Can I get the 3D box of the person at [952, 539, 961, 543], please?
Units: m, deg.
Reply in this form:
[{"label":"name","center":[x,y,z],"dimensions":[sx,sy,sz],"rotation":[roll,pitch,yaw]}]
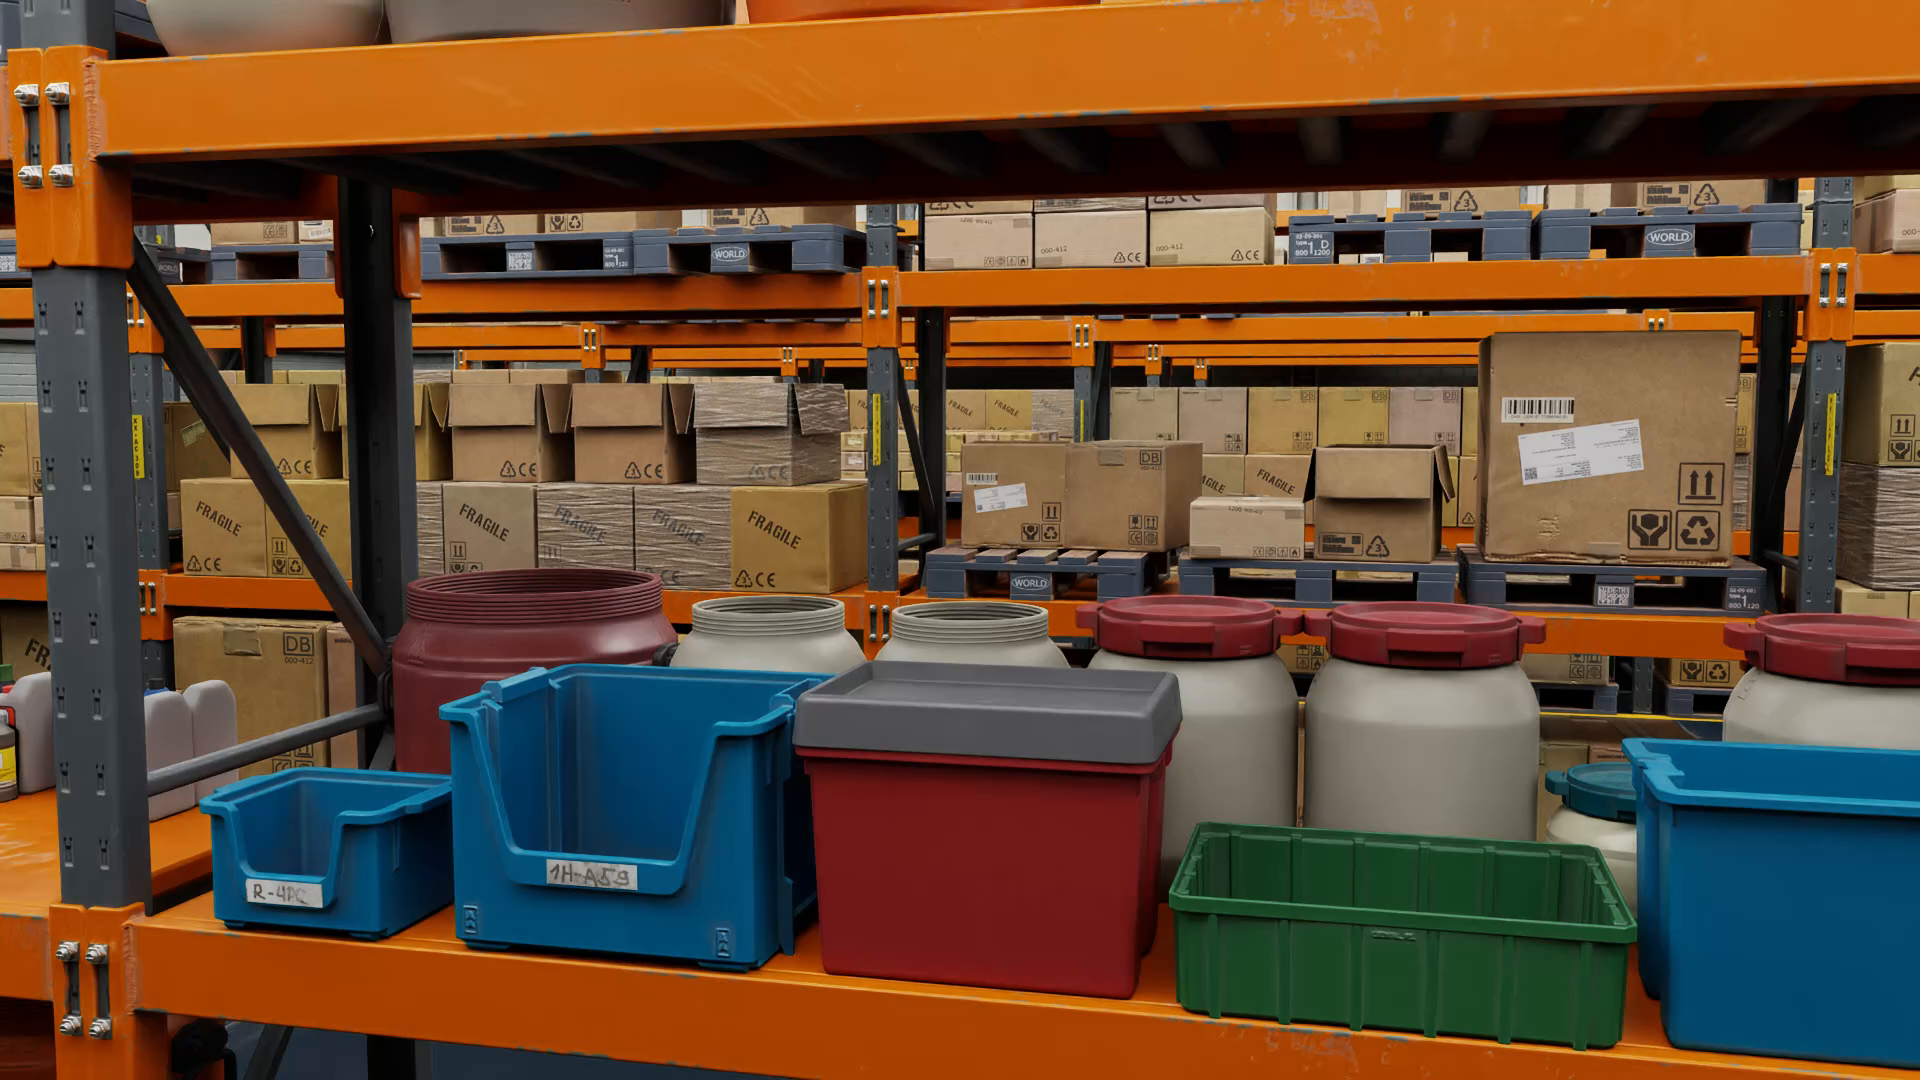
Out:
[{"label":"person","center":[0.149,-0.008,16.374],"dimensions":[0.485,1.670,0.577],"rotation":[0,5,-1]}]
